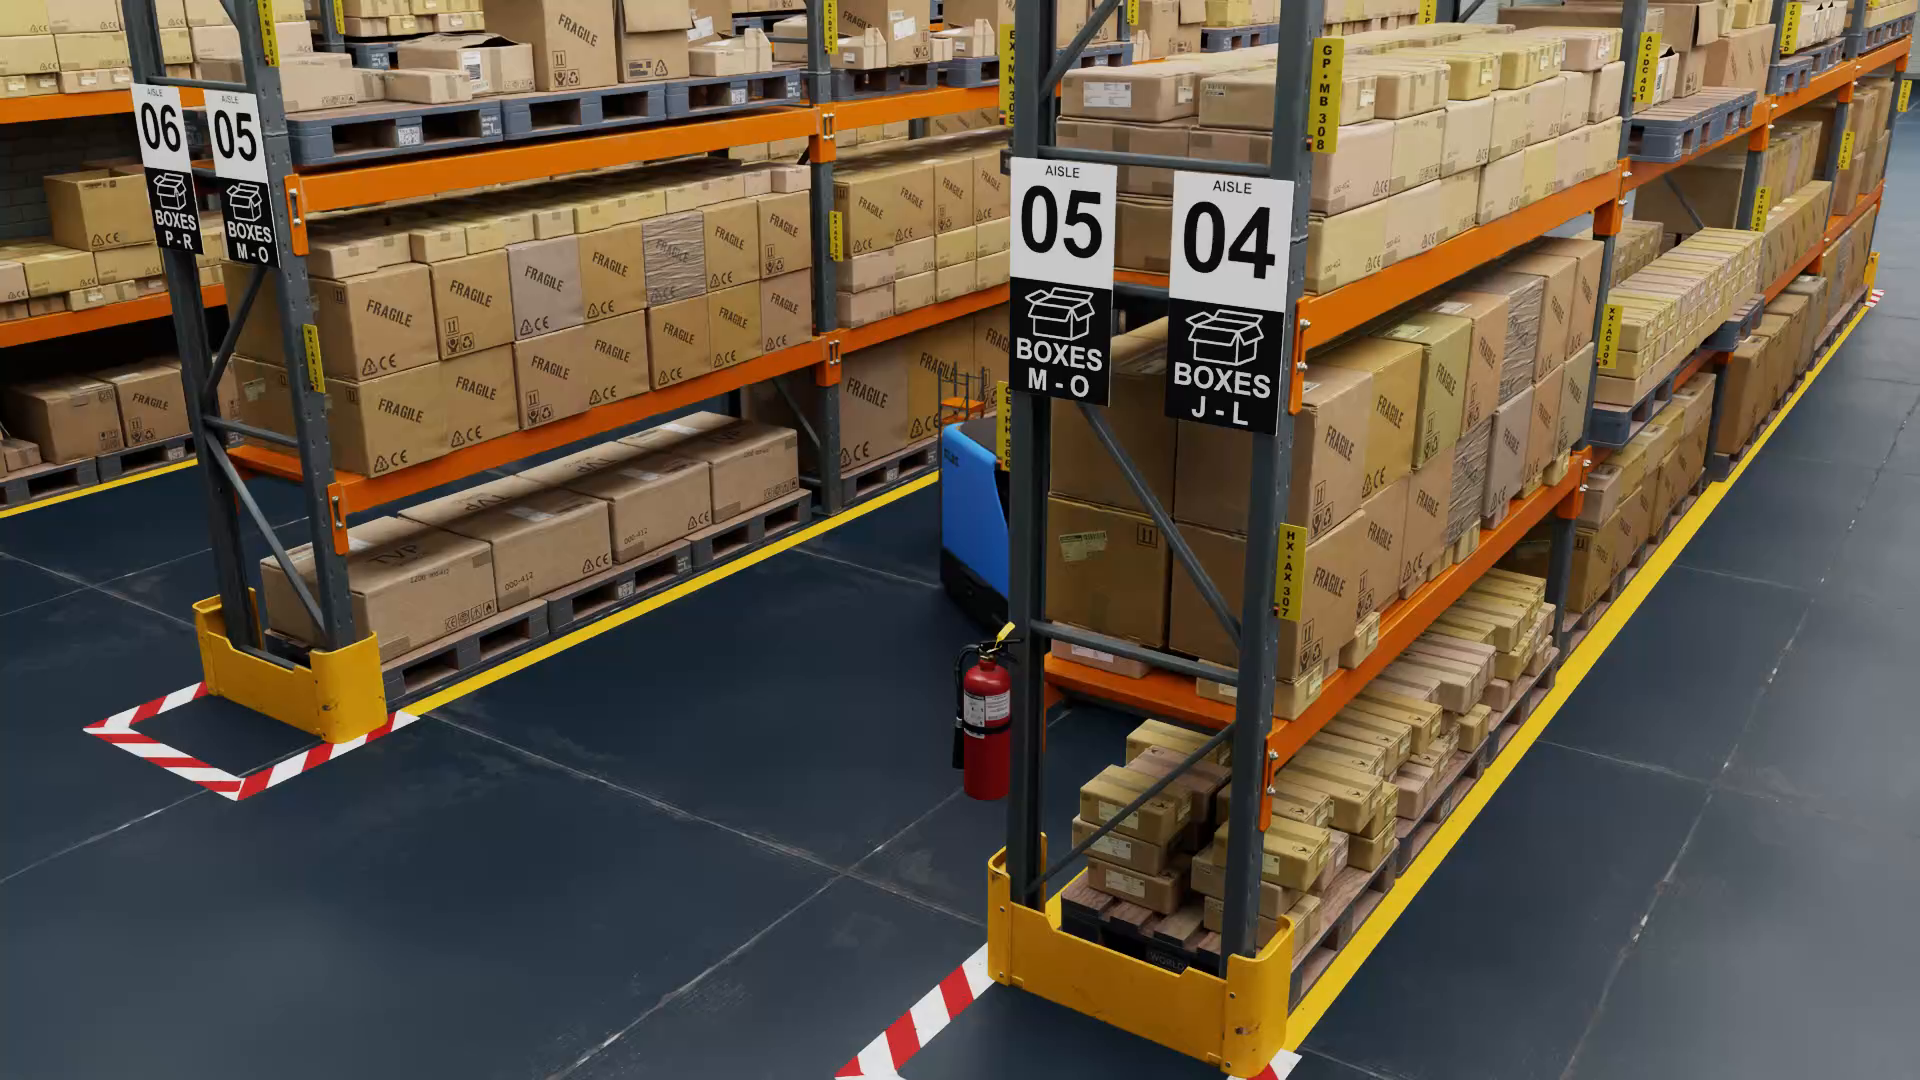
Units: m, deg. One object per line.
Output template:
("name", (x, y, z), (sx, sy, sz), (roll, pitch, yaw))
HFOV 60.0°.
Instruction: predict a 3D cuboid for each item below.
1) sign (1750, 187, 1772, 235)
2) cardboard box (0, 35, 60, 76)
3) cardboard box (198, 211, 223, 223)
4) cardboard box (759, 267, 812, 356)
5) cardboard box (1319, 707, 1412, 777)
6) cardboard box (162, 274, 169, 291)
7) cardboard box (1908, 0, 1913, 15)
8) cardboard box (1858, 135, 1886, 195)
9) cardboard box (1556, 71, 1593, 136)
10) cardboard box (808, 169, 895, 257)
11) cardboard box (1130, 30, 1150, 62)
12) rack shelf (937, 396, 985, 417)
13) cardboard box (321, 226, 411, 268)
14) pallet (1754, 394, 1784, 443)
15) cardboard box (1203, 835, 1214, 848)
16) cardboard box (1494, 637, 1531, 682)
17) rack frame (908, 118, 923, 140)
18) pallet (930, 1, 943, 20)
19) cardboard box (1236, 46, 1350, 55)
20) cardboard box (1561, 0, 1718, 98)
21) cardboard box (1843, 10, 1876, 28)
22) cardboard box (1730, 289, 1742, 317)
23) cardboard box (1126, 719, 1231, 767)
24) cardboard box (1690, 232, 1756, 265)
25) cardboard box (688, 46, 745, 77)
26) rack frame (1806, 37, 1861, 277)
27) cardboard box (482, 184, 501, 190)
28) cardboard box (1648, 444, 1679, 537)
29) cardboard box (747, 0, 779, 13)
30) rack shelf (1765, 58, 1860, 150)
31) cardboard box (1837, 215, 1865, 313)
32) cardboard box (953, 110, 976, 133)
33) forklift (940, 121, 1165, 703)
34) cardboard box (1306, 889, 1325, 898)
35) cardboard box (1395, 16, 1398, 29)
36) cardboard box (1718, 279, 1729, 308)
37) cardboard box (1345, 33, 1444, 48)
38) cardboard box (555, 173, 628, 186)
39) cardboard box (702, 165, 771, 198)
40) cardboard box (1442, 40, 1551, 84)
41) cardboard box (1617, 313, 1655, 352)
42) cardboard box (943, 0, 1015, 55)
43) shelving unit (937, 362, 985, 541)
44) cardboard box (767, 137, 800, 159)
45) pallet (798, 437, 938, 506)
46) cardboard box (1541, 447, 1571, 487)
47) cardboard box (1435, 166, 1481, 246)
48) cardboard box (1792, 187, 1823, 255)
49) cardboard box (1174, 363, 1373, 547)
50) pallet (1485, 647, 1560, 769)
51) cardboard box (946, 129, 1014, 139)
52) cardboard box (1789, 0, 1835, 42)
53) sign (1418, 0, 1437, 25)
("sign", (5.572, -2.292, 11.581), (0.100, 0.325, 0.005), (13, 24, 32))
("cardboard box", (-6.595, -3.341, 11.437), (0.500, 0.250, 0.500), (12, 24, 30))
("cardboard box", (-6.167, -2.479, 13.430), (0.500, 0.250, 0.500), (13, 24, 31))
("cardboard box", (-1.331, -1.541, 10.964), (0.500, 0.500, 0.500), (14, 24, 32))
("cardboard box", (1.734, 0.869, 7.239), (0.380, 0.149, 0.250), (14, 25, 34))
("cardboard box", (-6.141, -2.027, 12.782), (0.380, 0.149, 0.250), (14, 24, 33))
("cardboard box", (9.422, -5.410, 16.855), (0.380, 0.149, 0.250), (14, 24, 33))
("cardboard box", (9.153, -3.977, 17.477), (0.875, 0.550, 0.550), (13, 24, 32))
("cardboard box", (2.518, -1.983, 7.474), (0.500, 0.250, 0.500), (12, 24, 30))
("cardboard box", (-0.796, -2.263, 11.475), (0.500, 0.500, 0.500), (14, 24, 32))
("cardboard box", (1.428, -4.299, 14.434), (0.396, 0.266, 0.258), (13, 24, 32))
("rack shelf", (0.008, -0.863, 10.959), (0.258, 0.103, 0.180), (13, 24, 32))
("cardboard box", (-3.013, -1.487, 8.440), (0.380, 0.149, 0.250), (14, 24, 33))
("pallet", (6.310, -1.141, 14.045), (1.003, 0.211, 1.213), (13, 24, 32))
("cardboard box", (1.025, 1.203, 7.194), (0.380, 0.149, 0.250), (13, 24, 32))
("cardboard box", (2.677, 0.572, 8.469), (0.380, 0.149, 0.250), (12, 24, 30))
("rack frame", (-0.892, -4.940, 20.296), (1.000, 3.000, 0.127), (13, 24, 32))
("pallet", (-0.433, -6.555, 20.466), (1.003, 0.211, 1.213), (13, 24, 32))
("cardboard box", (1.311, -1.865, 6.581), (0.380, 0.149, 0.250), (14, 24, 33))
("cardboard box", (3.846, -2.811, 9.462), (0.797, 0.503, 0.637), (13, 24, 31))
("cardboard box", (7.852, -4.607, 14.686), (0.380, 0.149, 0.250), (13, 24, 31))
("cardboard box", (4.935, -1.592, 11.002), (0.380, 0.149, 0.250), (14, 24, 33))
("cardboard box", (0.938, 0.906, 7.137), (0.380, 0.149, 0.250), (13, 24, 31))
("cardboard box", (5.078, -1.945, 11.099), (0.380, 0.149, 0.250), (13, 24, 31))
("cardboard box", (-1.524, -2.889, 10.040), (0.380, 0.149, 0.250), (14, 24, 33))
("rack frame", (7.366, -3.036, 15.150), (1.000, 3.000, 0.127), (13, 24, 32))
("cardboard box", (-4.290, -3.102, 14.916), (0.396, 0.266, 0.258), (15, 25, 34))
("cardboard box", (4.385, -0.370, 10.940), (0.500, 0.500, 0.500), (12, 23, 29))
("cardboard box", (-2.330, -5.814, 17.442), (0.700, 0.500, 0.500), (13, 24, 31))
("rack shelf", (6.242, -3.532, 13.203), (1.077, 0.370, 4.000), (13, 24, 32))
("cardboard box", (8.796, -2.924, 17.304), (0.875, 0.875, 0.875), (13, 24, 31))
("cardboard box", (-0.147, -5.216, 20.898), (0.500, 0.500, 0.500), (14, 24, 33))
("forklift", (0.925, -0.669, 8.849), (1.130, 2.935, 3.031), (-9, 22, -22))
("cardboard box", (1.259, 1.368, 6.748), (0.380, 0.149, 0.250), (13, 24, 32))
("cardboard box", (4.752, -5.891, 18.905), (0.380, 0.149, 0.250), (13, 24, 30))
("cardboard box", (4.639, -1.581, 10.544), (0.380, 0.149, 0.250), (13, 24, 31))
("cardboard box", (1.918, -2.164, 7.389), (0.380, 0.149, 0.250), (12, 24, 30))
("cardboard box", (-2.277, -2.169, 10.286), (0.380, 0.149, 0.250), (12, 24, 30))
("cardboard box", (-1.429, -2.293, 10.619), (0.380, 0.149, 0.250), (14, 24, 33))
("cardboard box", (2.214, -1.980, 6.891), (0.380, 0.149, 0.250), (13, 24, 31))
("cardboard box", (3.471, -1.123, 8.875), (0.380, 0.149, 0.250), (15, 25, 35))
("cardboard box", (0.216, -3.914, 12.448), (0.500, 0.500, 0.500), (14, 24, 32))
("shelving unit", (0.008, -0.567, 11.068), (0.258, 1.200, 0.189), (13, 24, 32))
("cardboard box", (-2.097, -4.326, 18.132), (0.500, 0.250, 0.500), (13, 24, 30))
("pallet", (-0.910, -0.606, 12.598), (1.003, 0.211, 1.213), (13, 24, 32))
("cardboard box", (2.848, -0.400, 8.386), (0.380, 0.149, 0.250), (13, 24, 30))
("cardboard box", (1.663, -1.309, 6.374), (0.500, 0.250, 0.500), (12, 24, 30))
("cardboard box", (7.010, -2.737, 14.195), (0.500, 0.500, 0.500), (13, 24, 31))
("cardboard box", (1.093, -0.326, 5.808), (0.500, 0.500, 0.500), (13, 24, 31))
("pallet", (2.521, 0.766, 8.889), (1.003, 0.211, 1.213), (13, 24, 32))
("cardboard box", (0.217, -3.103, 13.744), (0.500, 0.500, 0.500), (13, 24, 32))
("cardboard box", (6.563, -4.099, 13.079), (0.500, 0.311, 0.500), (12, 24, 30))
("sign", (2.408, -2.682, 8.556), (0.100, 0.325, 0.005), (13, 24, 32))
